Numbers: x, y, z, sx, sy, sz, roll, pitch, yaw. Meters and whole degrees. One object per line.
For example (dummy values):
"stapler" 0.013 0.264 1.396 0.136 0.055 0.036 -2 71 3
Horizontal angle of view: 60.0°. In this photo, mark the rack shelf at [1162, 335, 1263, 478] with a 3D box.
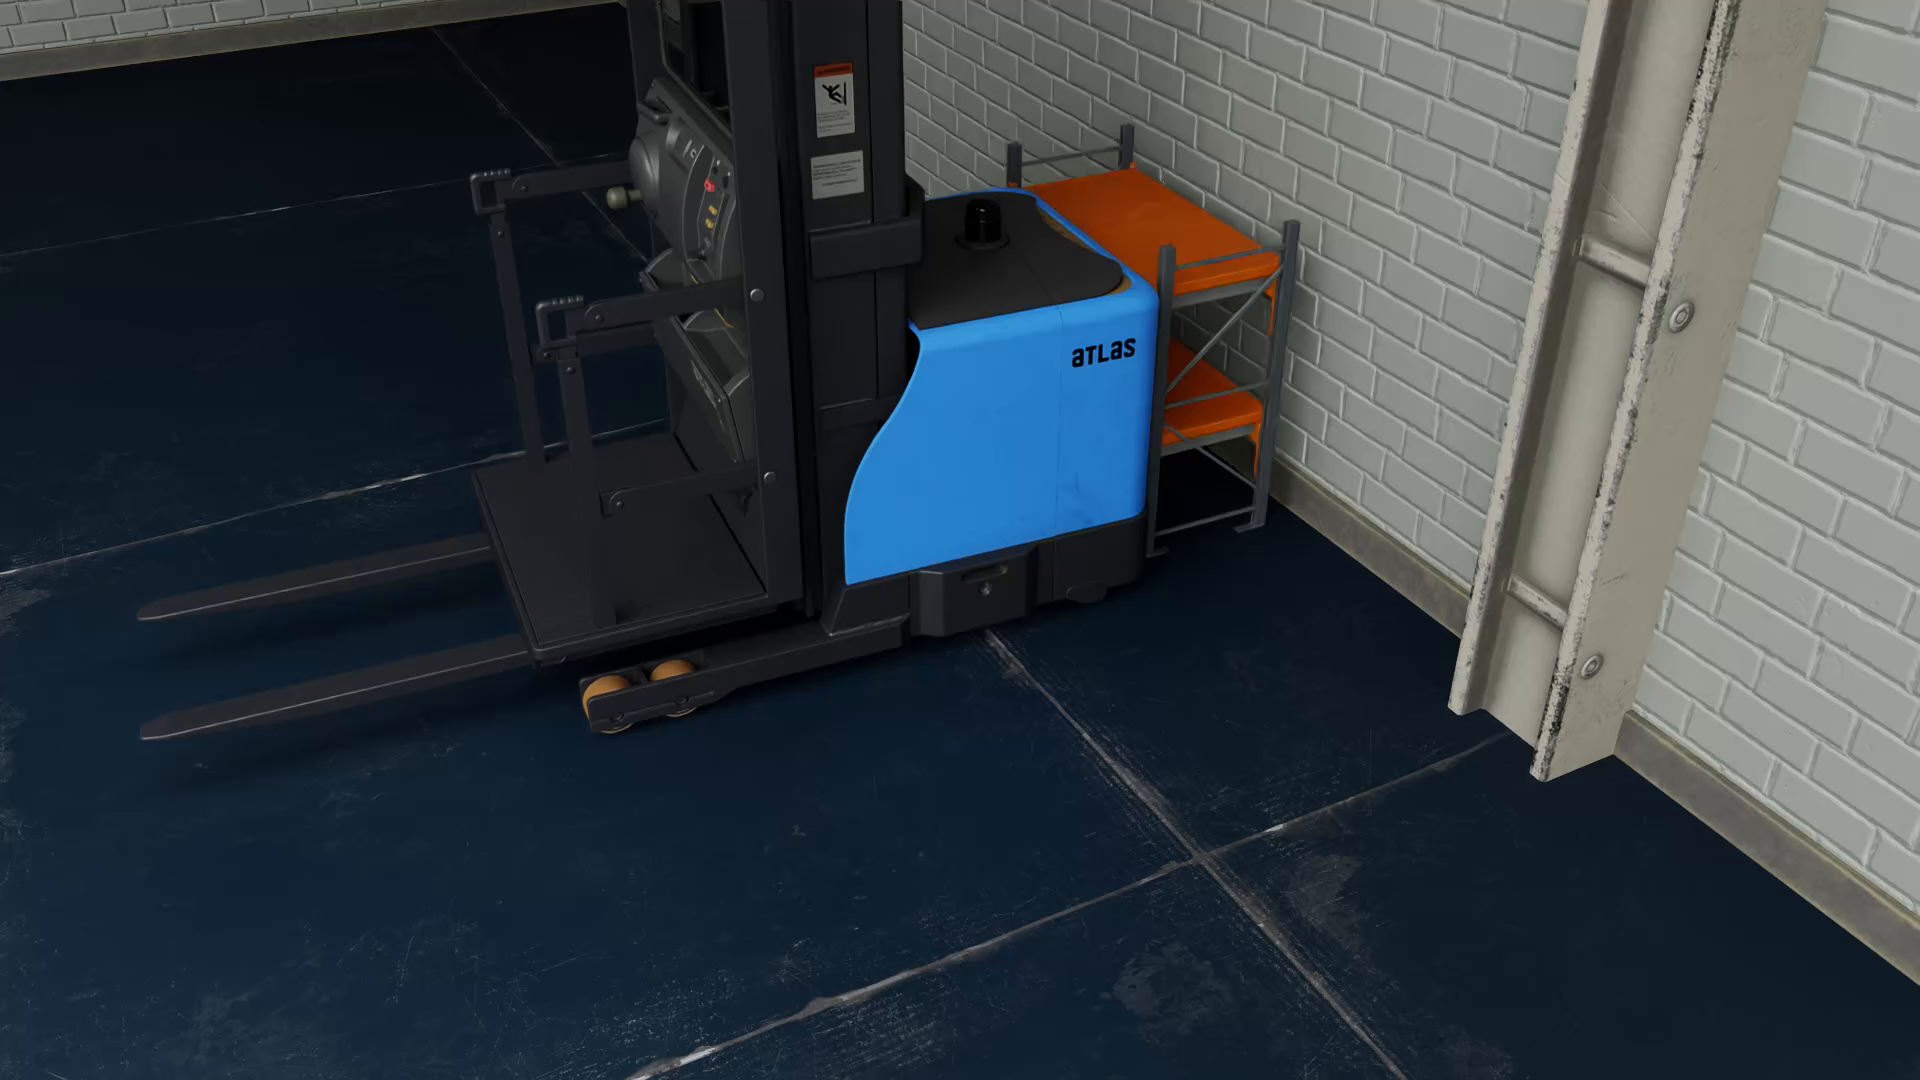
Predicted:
"rack shelf" 0.618 -0.514 5.963 0.538 0.278 1.000 -15 35 -21

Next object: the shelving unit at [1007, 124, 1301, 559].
"shelving unit" 0.618 -0.720 5.832 0.538 1.125 1.048 -15 35 -21

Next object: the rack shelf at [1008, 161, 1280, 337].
"rack shelf" 0.618 -0.967 5.674 0.538 0.278 1.000 -15 35 -21

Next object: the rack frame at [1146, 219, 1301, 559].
"rack frame" 0.838 -0.473 5.446 0.500 1.125 0.032 -15 35 -21

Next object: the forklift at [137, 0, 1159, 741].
"forklift" -0.955 -0.994 4.584 3.031 2.935 1.130 -13 35 -19

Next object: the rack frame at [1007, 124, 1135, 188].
"rack frame" 0.398 -0.967 6.217 0.500 1.125 0.032 -15 35 -21

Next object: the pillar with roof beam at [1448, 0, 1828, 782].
"pillar with roof beam" -2.124 -2.156 0.773 9.100 9.000 0.400 -16 36 -23
